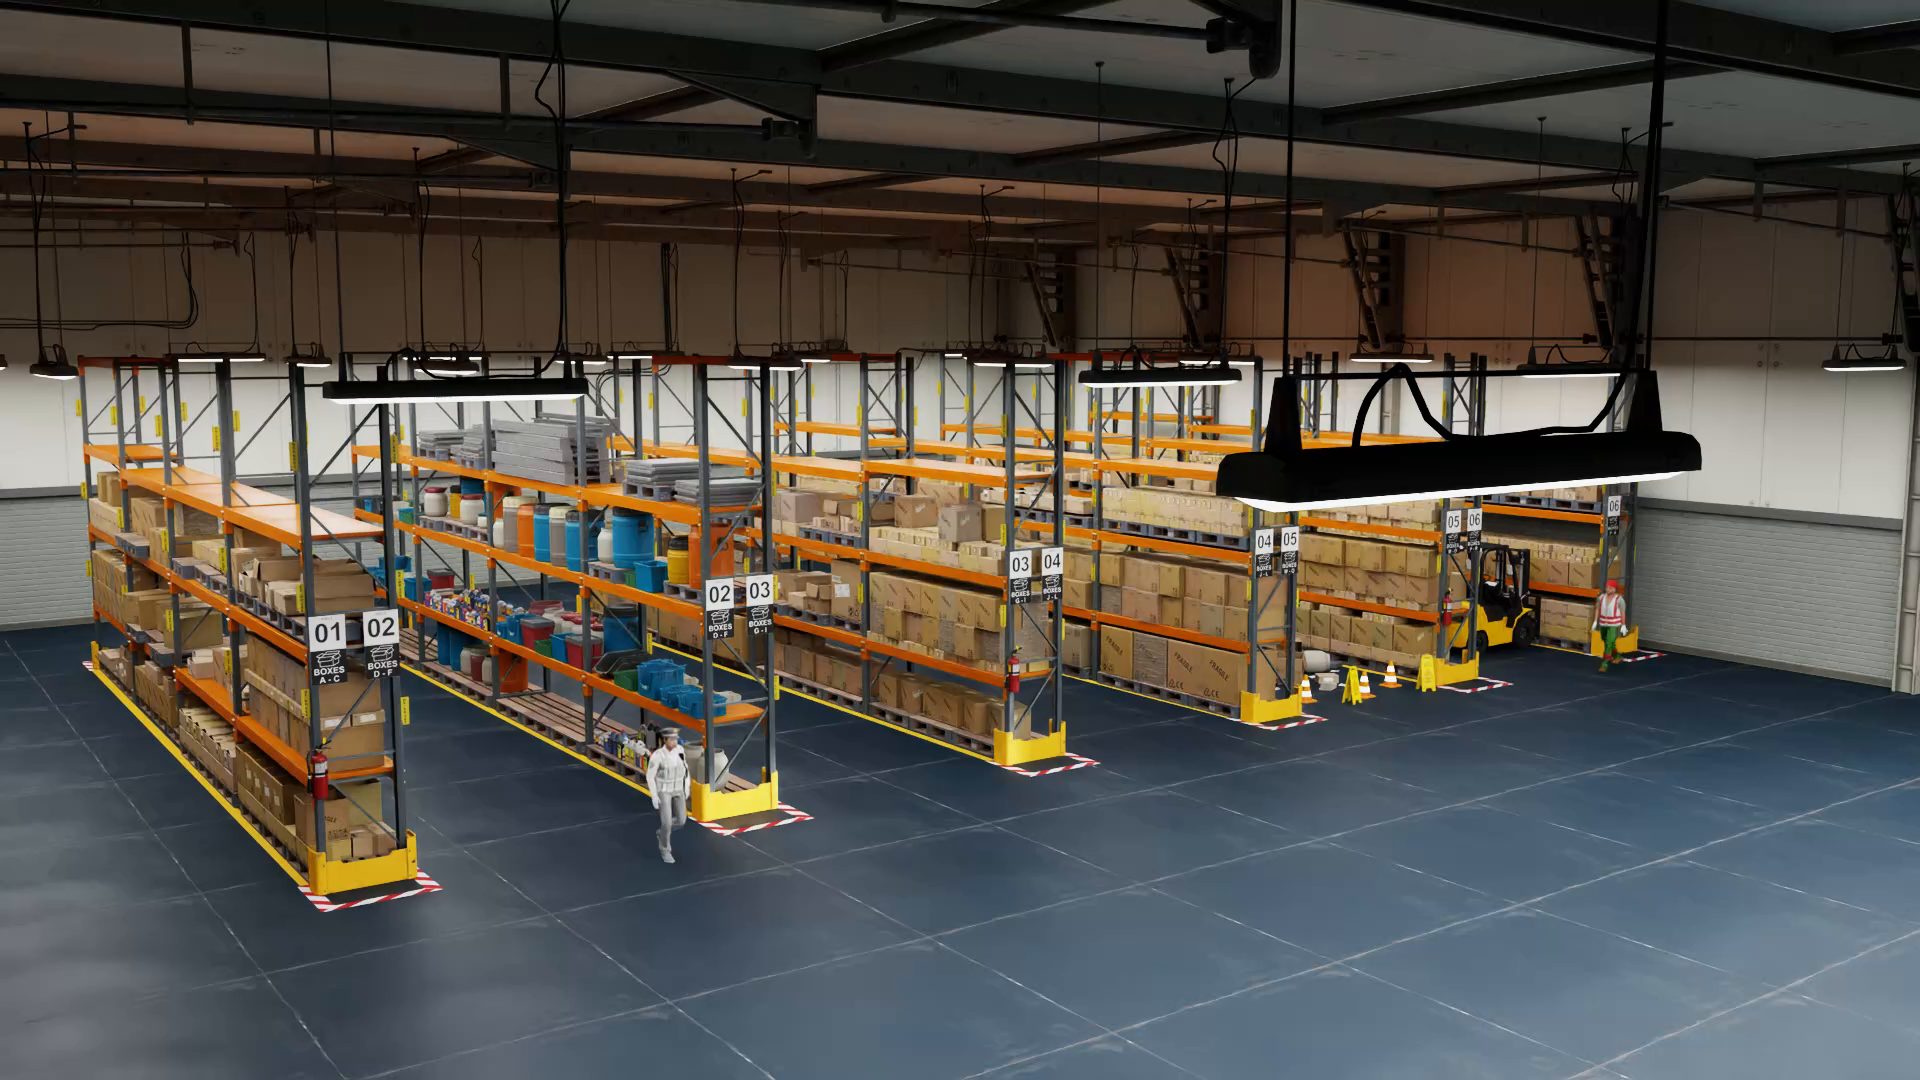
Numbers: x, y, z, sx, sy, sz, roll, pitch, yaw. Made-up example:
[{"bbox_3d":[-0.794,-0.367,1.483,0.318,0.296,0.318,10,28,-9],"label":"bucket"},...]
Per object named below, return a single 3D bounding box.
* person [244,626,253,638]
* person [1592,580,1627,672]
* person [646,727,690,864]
[{"bbox_3d":[-13.046,1.707,30.948,0.663,1.814,0.381,1,7,11],"label":"person"},{"bbox_3d":[12.400,1.620,31.710,1.034,1.754,0.587,-6,9,-42],"label":"person"},{"bbox_3d":[-3.587,3.070,20.304,0.583,1.655,0.549,-6,9,-40],"label":"person"}]
